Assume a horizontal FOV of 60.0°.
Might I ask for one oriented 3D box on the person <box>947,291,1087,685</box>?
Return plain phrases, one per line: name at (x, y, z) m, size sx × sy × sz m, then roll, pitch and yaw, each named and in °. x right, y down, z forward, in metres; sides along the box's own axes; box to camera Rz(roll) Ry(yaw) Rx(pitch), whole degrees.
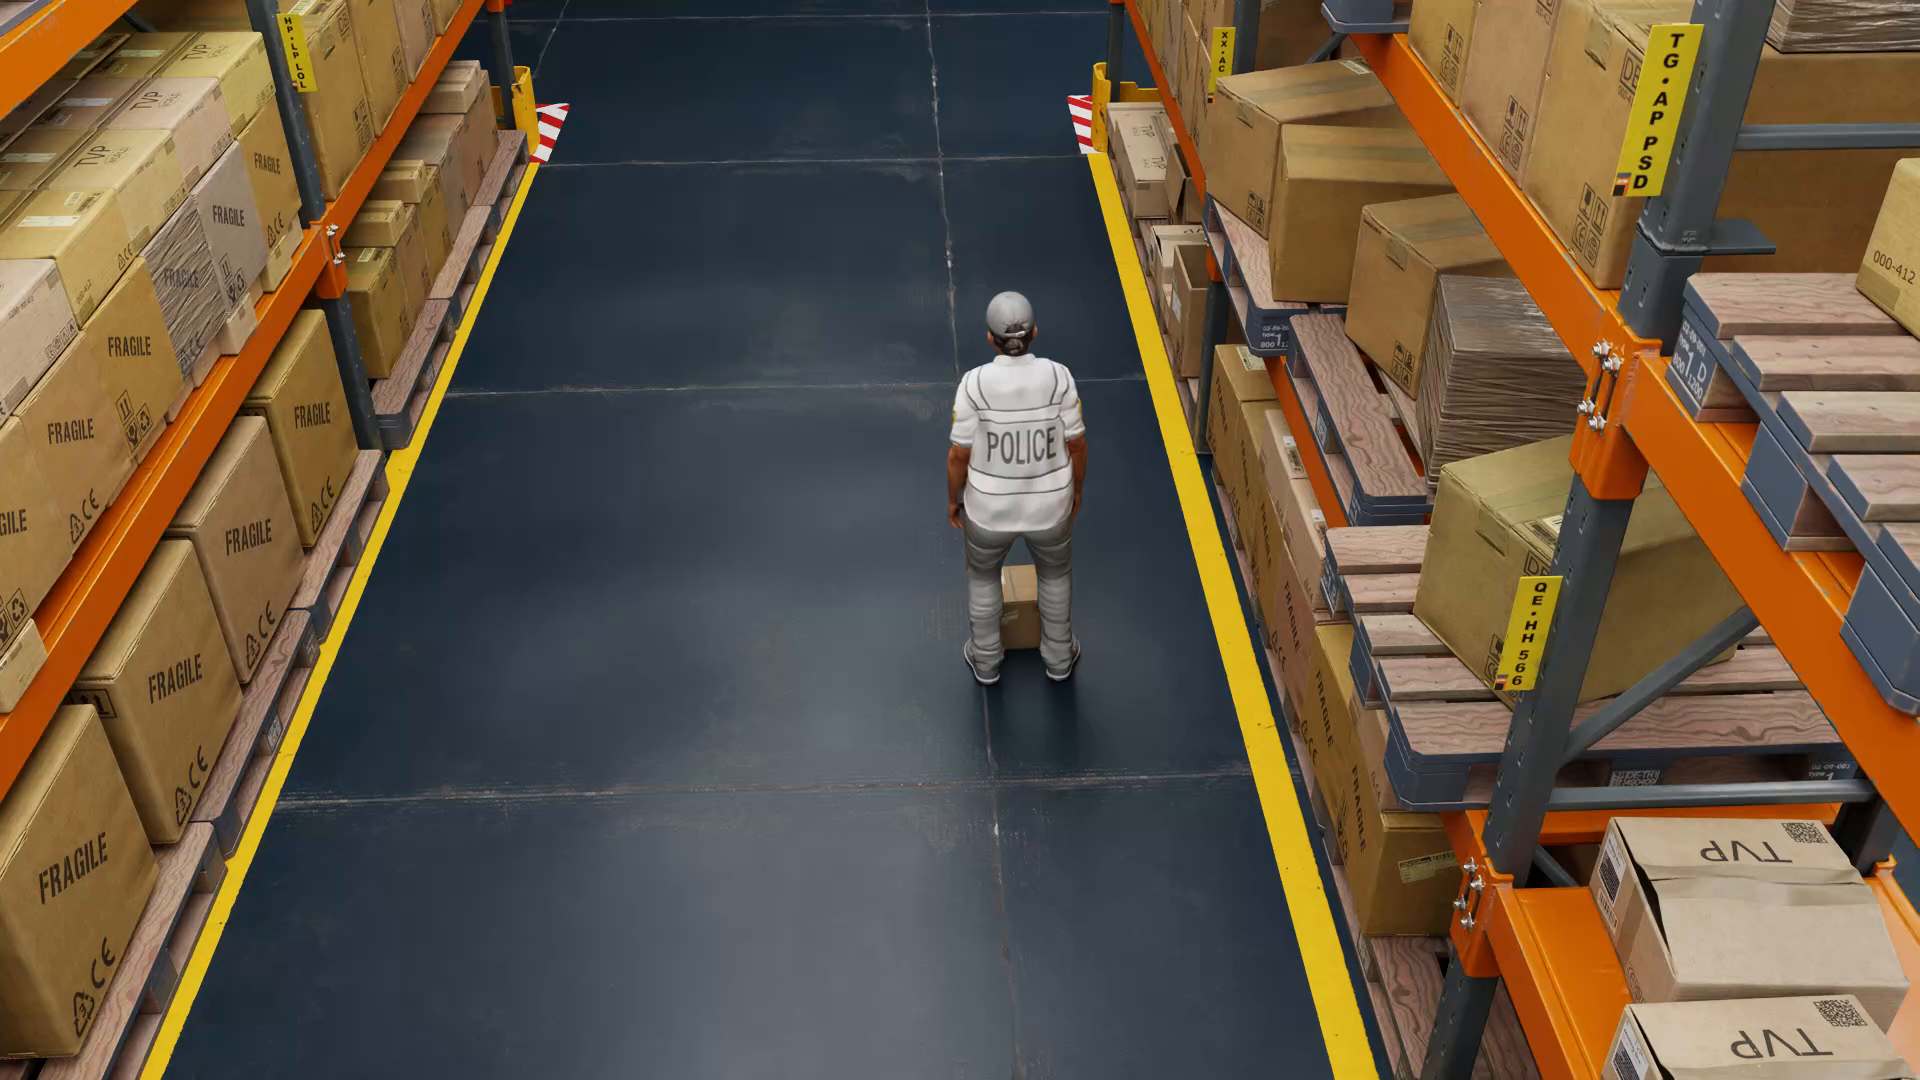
person at (0.226, -0.168, 6.377) m, size 0.561 × 1.665 × 0.458 m, roll -3°, pitch 36°, yaw -4°
